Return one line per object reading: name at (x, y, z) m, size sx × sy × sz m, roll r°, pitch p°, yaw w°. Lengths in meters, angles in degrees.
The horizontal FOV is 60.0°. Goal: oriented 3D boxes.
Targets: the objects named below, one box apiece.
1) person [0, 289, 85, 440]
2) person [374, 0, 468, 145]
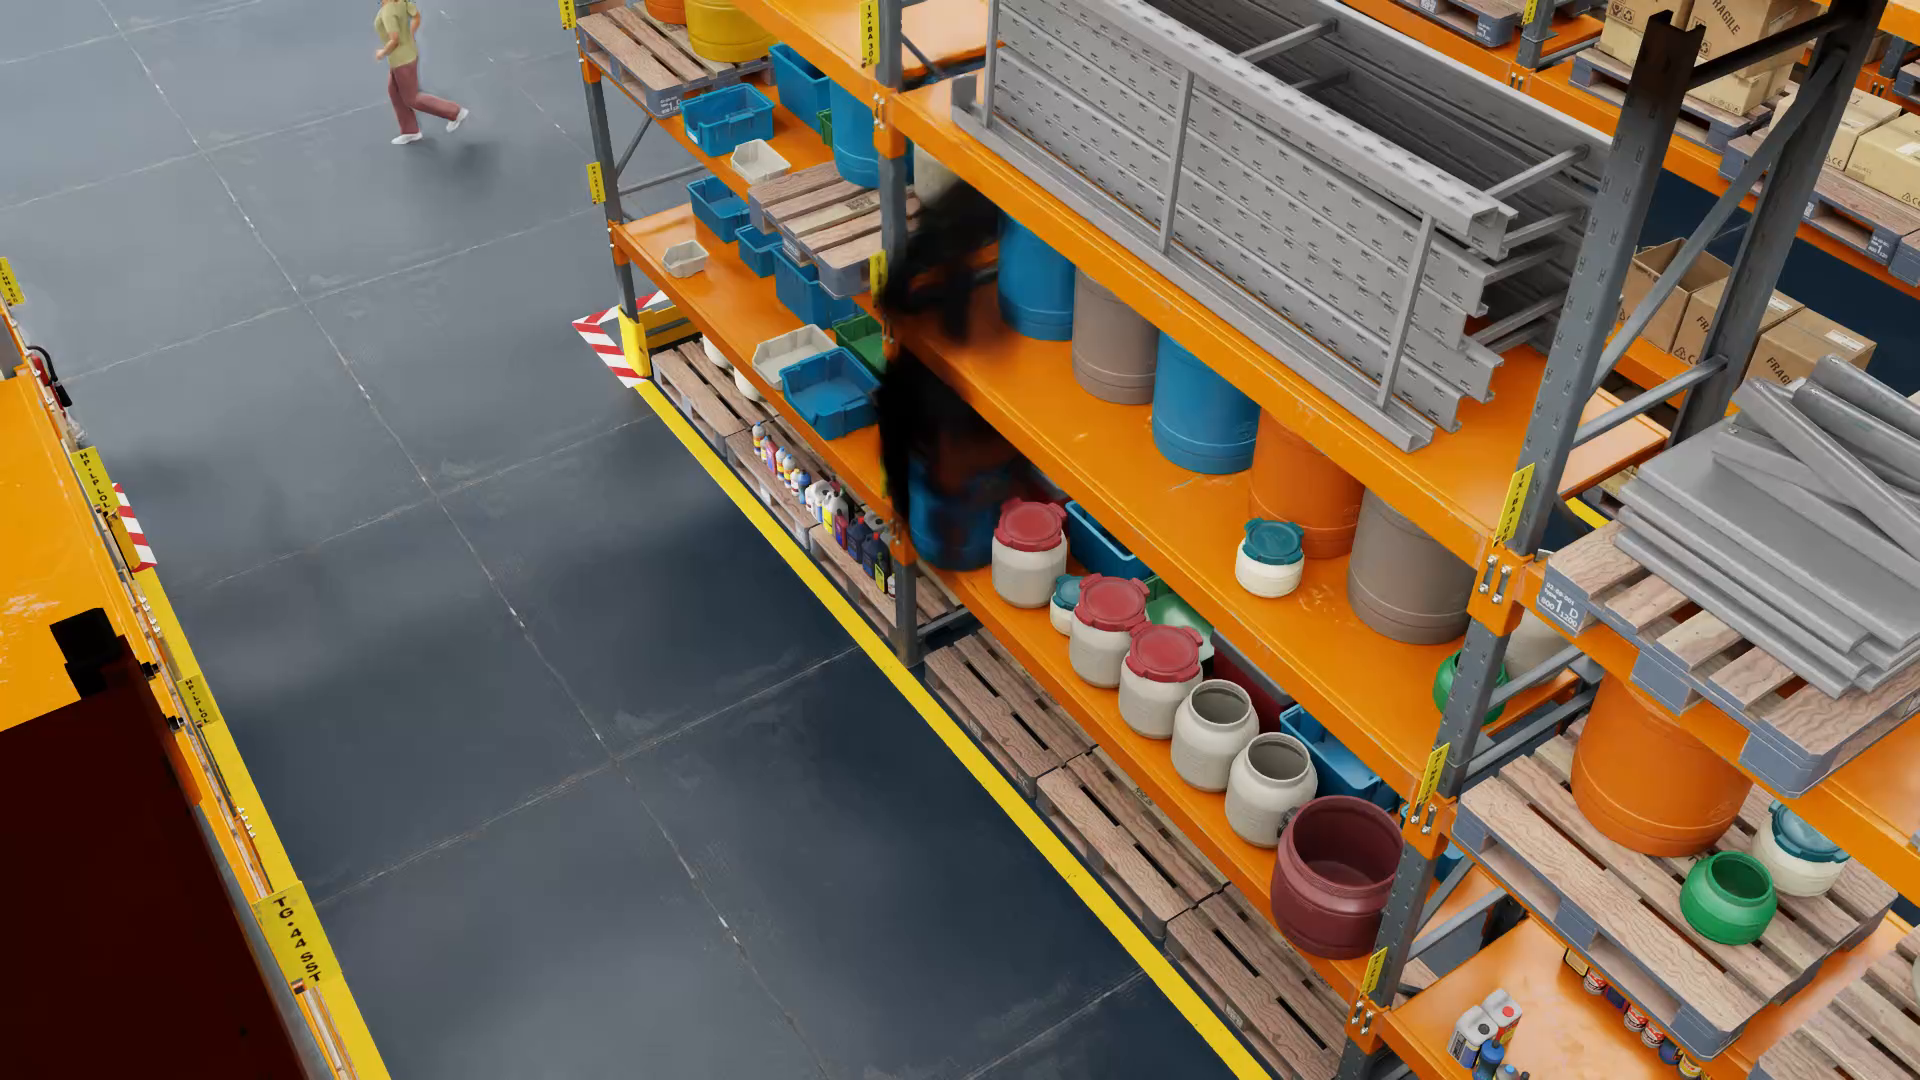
person at (-6.891, -1.319, 11.952) m, size 0.655 × 1.764 × 0.614 m, roll 8°, pitch 43°, yaw 8°
person at (-5.035, -4.406, 15.336) m, size 0.795 × 1.685 × 0.582 m, roll -1°, pitch 43°, yaw -1°
